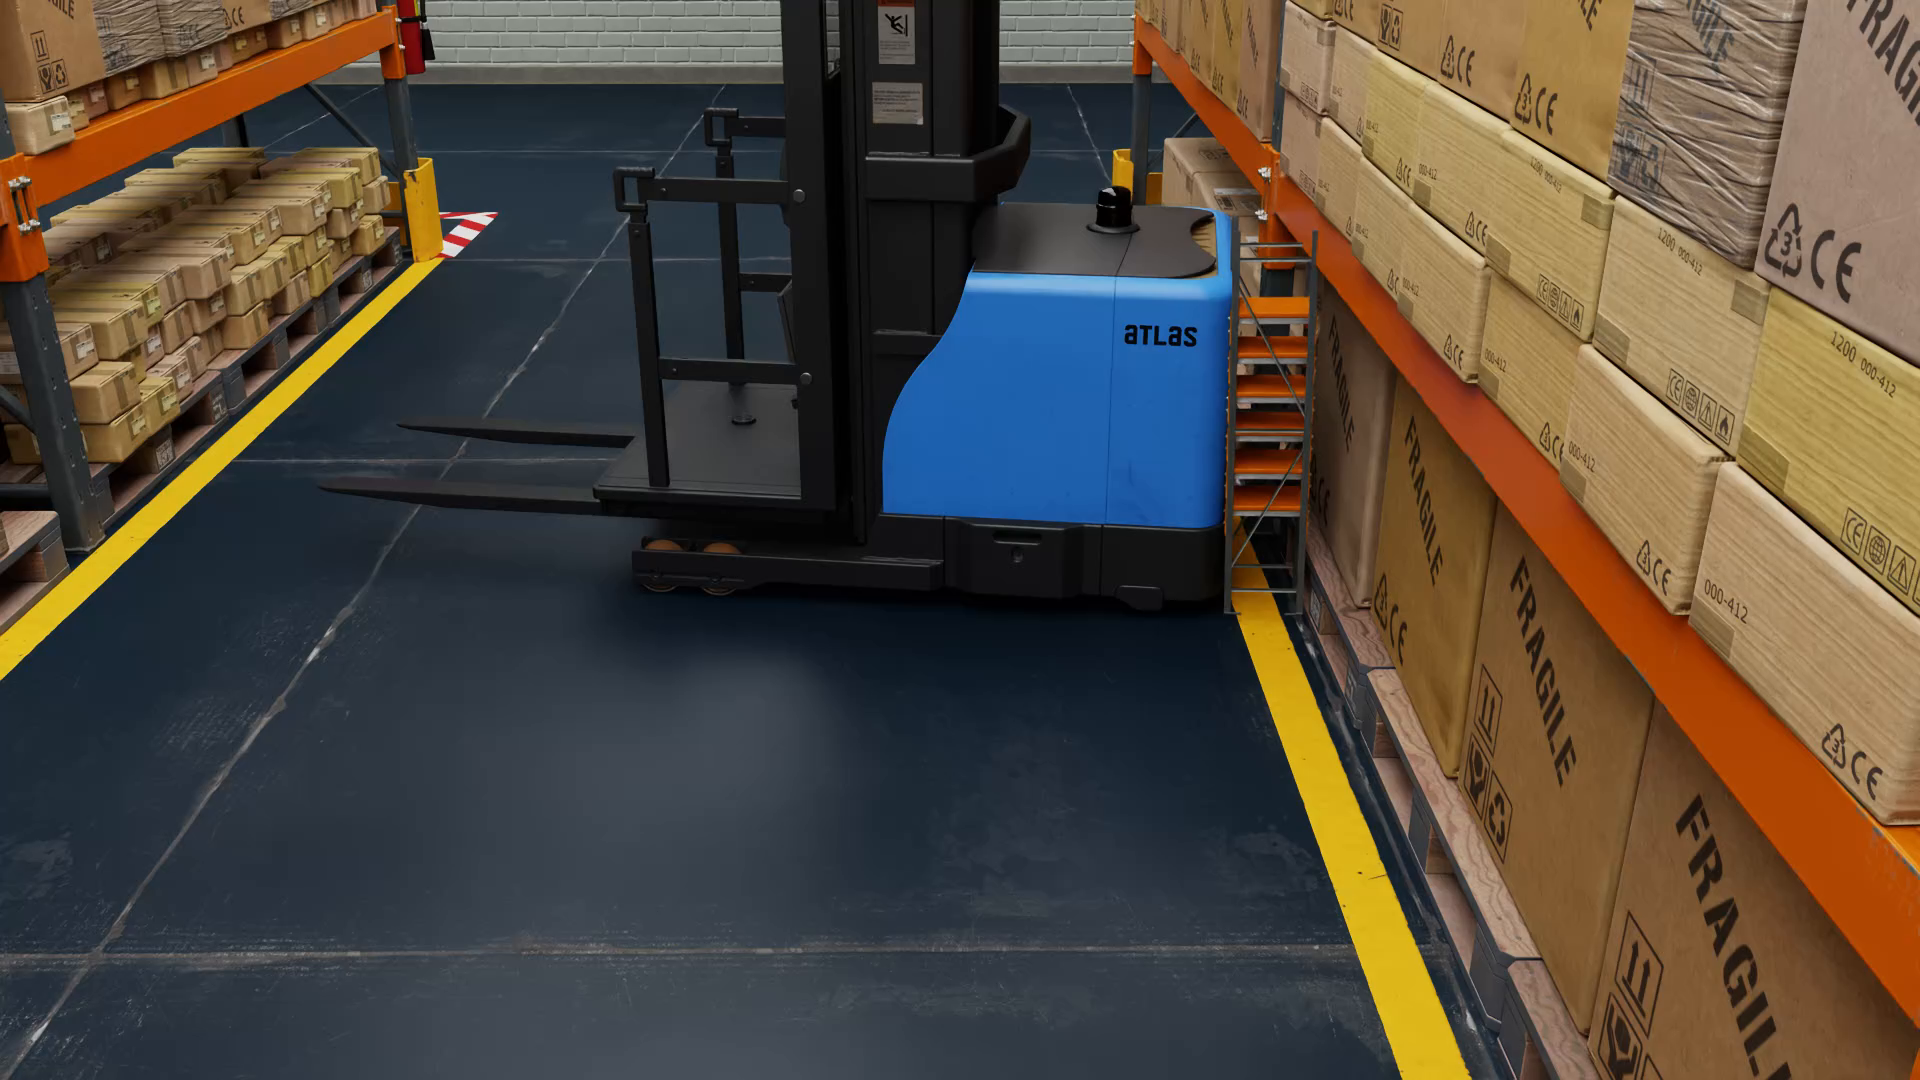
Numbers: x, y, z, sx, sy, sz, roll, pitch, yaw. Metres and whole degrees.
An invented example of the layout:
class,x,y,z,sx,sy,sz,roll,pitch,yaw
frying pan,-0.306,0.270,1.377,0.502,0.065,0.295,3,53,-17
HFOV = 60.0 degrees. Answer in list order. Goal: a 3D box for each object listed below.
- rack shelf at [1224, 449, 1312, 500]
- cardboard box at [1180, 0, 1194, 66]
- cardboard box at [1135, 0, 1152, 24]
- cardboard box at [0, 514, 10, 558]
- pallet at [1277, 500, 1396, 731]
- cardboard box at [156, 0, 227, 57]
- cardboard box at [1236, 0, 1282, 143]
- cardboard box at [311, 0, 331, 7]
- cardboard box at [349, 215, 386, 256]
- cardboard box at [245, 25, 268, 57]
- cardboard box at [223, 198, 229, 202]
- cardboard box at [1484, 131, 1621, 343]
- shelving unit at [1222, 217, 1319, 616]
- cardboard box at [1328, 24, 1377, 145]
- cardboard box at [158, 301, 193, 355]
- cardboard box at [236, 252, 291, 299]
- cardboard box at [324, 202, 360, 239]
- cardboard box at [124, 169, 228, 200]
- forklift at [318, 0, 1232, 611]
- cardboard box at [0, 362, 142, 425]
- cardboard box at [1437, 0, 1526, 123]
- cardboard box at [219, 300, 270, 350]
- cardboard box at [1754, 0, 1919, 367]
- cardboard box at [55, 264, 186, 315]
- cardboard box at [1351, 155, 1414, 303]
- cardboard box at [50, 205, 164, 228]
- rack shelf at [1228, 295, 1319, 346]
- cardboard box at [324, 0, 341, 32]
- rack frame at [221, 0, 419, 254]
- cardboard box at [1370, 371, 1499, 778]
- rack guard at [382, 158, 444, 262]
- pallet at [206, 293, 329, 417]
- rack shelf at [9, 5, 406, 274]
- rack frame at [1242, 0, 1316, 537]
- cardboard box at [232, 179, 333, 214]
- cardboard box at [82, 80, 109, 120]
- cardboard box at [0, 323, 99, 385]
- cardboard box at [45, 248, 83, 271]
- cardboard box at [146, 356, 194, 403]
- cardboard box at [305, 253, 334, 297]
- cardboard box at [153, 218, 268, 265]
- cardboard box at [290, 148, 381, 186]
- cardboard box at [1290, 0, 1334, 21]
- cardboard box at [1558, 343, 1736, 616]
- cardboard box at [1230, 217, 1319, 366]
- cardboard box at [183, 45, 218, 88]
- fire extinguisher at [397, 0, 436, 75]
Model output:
class,x,y,z,sx,sy,sz,roll,pitch,yaw
rack shelf,0.933,-0.205,5.065,0.258,0.103,0.180,1,23,7
cardboard box,1.215,-2.275,7.019,0.500,0.500,0.500,1,24,1
cardboard box,1.172,-2.899,8.399,0.500,0.500,0.500,0,24,-1
cardboard box,-3.191,-0.089,4.831,0.500,0.500,0.500,-1,24,-2
pallet,1.581,0.184,5.088,1.003,0.211,1.213,0,24,-1
cardboard box,-3.187,-2.138,6.356,0.500,0.500,0.500,-1,24,-2
cardboard box,1.237,-1.640,5.615,0.500,0.500,0.500,0,24,0
cardboard box,-3.232,-2.774,7.760,0.500,0.500,0.500,-1,24,-1
cardboard box,-3.177,-1.560,8.509,0.380,0.149,0.250,0,24,1
cardboard box,-3.283,-2.210,7.301,0.380,0.149,0.250,-1,24,-3
cardboard box,-3.708,-1.586,8.206,0.380,0.149,0.250,0,24,0
cardboard box,1.246,-0.536,2.871,0.500,0.250,0.500,-1,24,-2
shelving unit,0.926,-0.356,5.001,0.258,1.200,0.189,1,23,7
cardboard box,1.254,-1.167,4.265,0.500,0.250,0.500,0,24,0
cardboard box,-3.267,-0.835,6.544,0.380,0.149,0.250,-1,24,-3
cardboard box,-3.163,-1.154,7.251,0.380,0.149,0.250,0,24,0
cardboard box,-3.196,-1.586,8.207,0.380,0.149,0.250,-1,24,-3
cardboard box,-3.831,-1.717,8.135,0.380,0.149,0.250,0,24,-1
forklift,-0.624,-1.369,5.219,3.031,2.935,1.130,3,25,7
cardboard box,-3.135,-0.519,5.847,0.380,0.149,0.250,1,24,2
cardboard box,1.263,-1.094,3.194,0.500,0.500,0.500,-1,24,-1
cardboard box,-3.189,-0.919,7.092,0.380,0.149,0.250,-1,24,-2
cardboard box,1.274,-0.469,1.813,0.500,0.500,0.500,-1,24,-2
cardboard box,-3.269,-0.972,6.487,0.380,0.149,0.250,-1,24,-2
cardboard box,1.235,-0.729,3.904,0.500,0.250,0.500,0,24,-1
cardboard box,-3.795,-1.393,7.417,0.380,0.149,0.250,0,24,0
rack shelf,0.914,-0.646,4.877,0.258,0.103,0.180,1,23,7
cardboard box,-3.226,-2.535,8.021,0.380,0.149,0.250,0,24,-1
rack frame,-3.495,-2.989,8.718,1.000,3.000,0.127,0,24,-1
cardboard box,1.602,0.000,4.180,0.875,0.875,0.875,0,24,1
rack guard,-3.494,-1.819,9.164,1.175,0.500,0.348,0,24,-1
pallet,-3.510,-0.851,7.375,1.003,0.211,1.213,0,24,-1
rack shelf,-3.473,-1.837,7.045,1.077,0.370,4.000,0,24,-1
rack frame,1.497,-1.404,5.215,1.000,3.000,0.127,0,24,-1
cardboard box,-3.221,-1.618,7.916,0.380,0.149,0.250,-1,24,-3
cardboard box,-3.260,-1.560,5.864,0.380,0.149,0.250,-1,24,-3
cardboard box,-3.248,-0.647,5.768,0.380,0.149,0.250,1,24,2
cardboard box,-3.788,-1.076,6.716,0.380,0.149,0.250,-1,24,-3
cardboard box,-3.192,-0.596,6.378,0.380,0.149,0.250,0,24,-1
cardboard box,-3.179,-1.244,7.810,0.380,0.149,0.250,-1,24,-3
cardboard box,-3.239,-1.291,7.192,0.380,0.149,0.250,0,24,0
cardboard box,-3.236,-1.935,8.617,0.380,0.149,0.250,0,24,0
cardboard box,1.215,-1.723,4.585,0.500,0.500,0.500,0,24,0
cardboard box,1.255,-0.106,2.525,0.500,0.250,0.500,0,24,0
cardboard box,1.587,-1.057,7.046,0.875,0.438,0.875,-1,24,-2
cardboard box,-3.190,-1.887,6.587,0.380,0.149,0.250,1,24,2
fire extinguisher,-3.036,-2.890,9.045,0.296,0.674,0.183,0,24,-1
